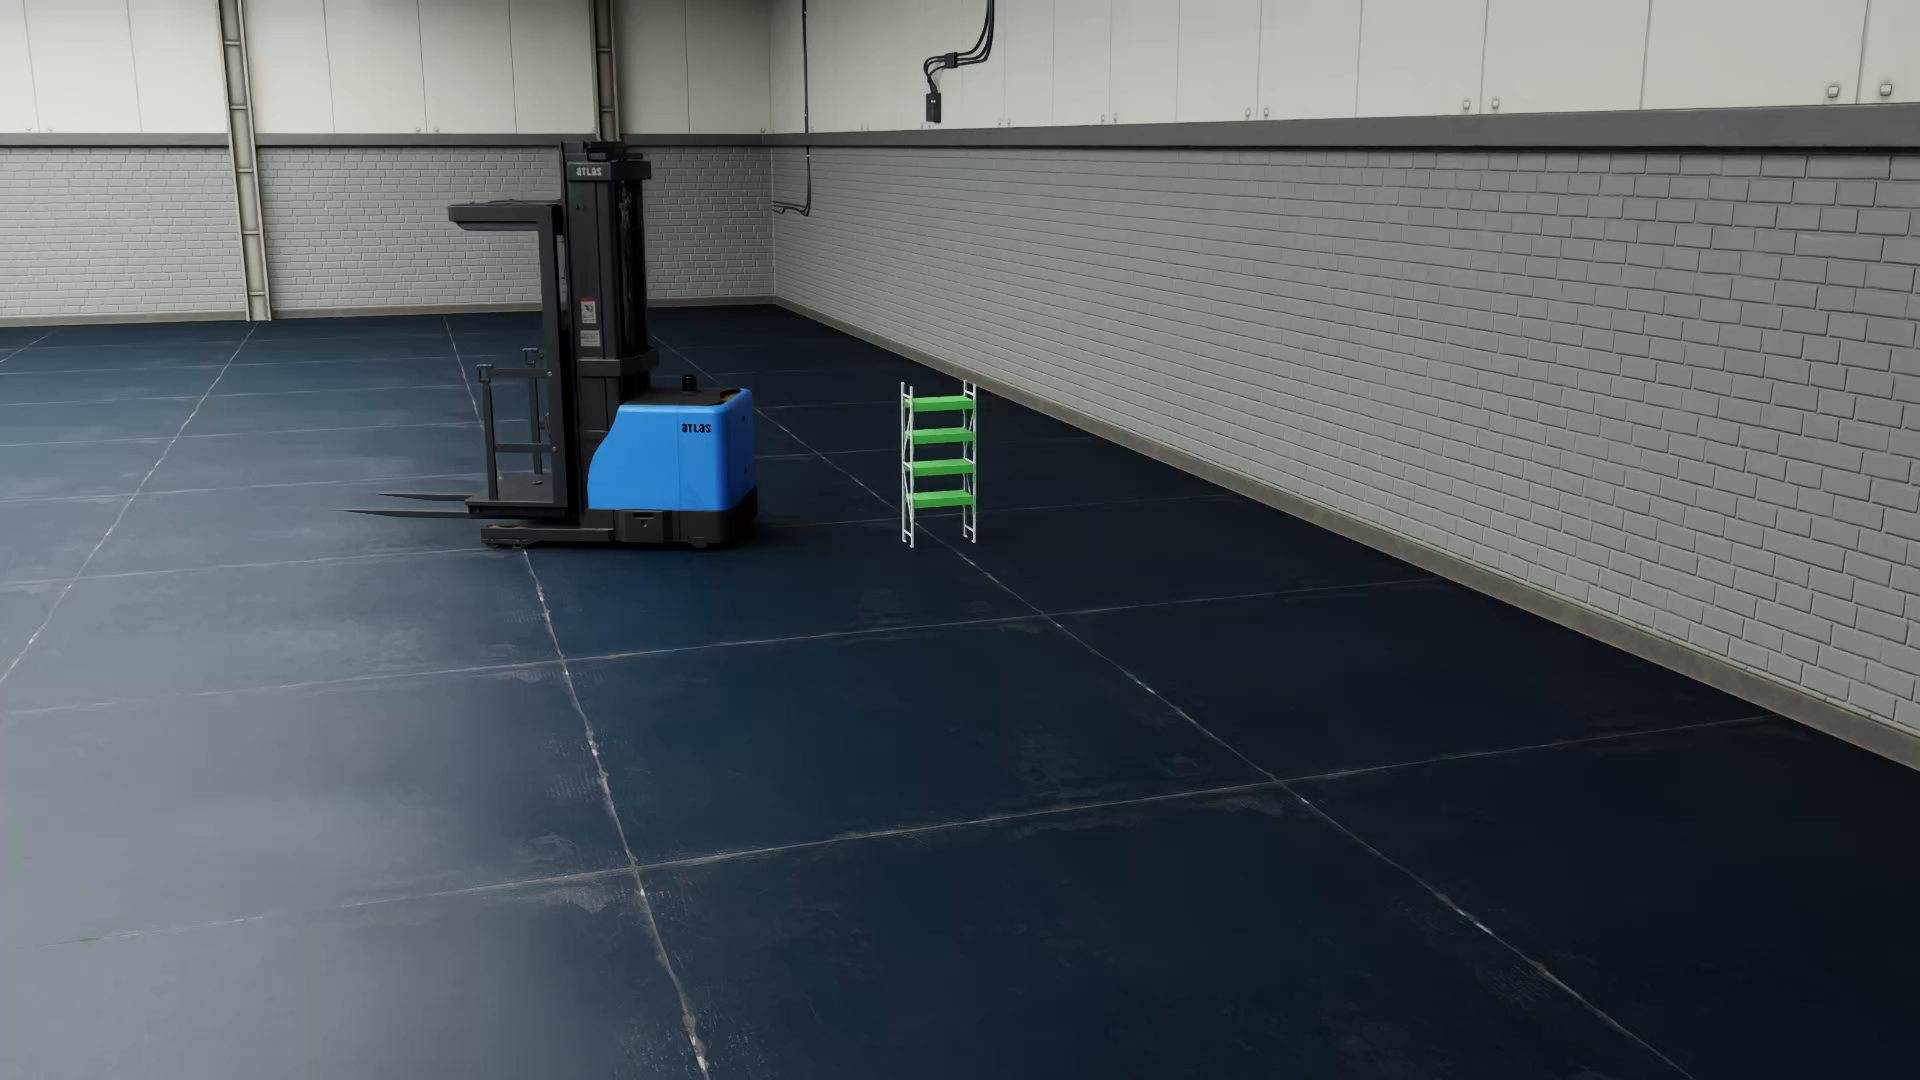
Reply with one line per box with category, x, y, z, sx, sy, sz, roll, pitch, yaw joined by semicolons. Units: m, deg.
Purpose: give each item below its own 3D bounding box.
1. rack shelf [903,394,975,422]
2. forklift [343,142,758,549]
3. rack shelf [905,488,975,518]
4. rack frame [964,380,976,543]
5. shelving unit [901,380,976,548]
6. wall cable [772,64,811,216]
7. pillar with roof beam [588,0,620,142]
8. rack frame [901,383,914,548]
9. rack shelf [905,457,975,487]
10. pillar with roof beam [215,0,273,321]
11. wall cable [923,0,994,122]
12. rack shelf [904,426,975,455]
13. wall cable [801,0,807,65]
rack shelf;-0.157;-0.976;12.303;0.480;0.148;0.258;-4;14;-18
forklift;-3.138;-1.483;12.489;3.031;2.935;1.130;1;13;5
rack shelf;-0.157;-0.276;12.470;0.480;0.148;0.258;-4;14;-18
rack frame;0.074;-0.590;12.475;0.015;1.200;0.240;-4;14;-18
shelving unit;-0.157;-0.572;12.399;0.503;1.200;0.258;-4;14;-18
wall cable;-3.050;-6.993;29.251;0.112;2.526;3.097;-4;14;-18
pillar with roof beam;-4.891;-7.632;25.227;0.400;9.000;9.100;-4;14;-18
rack frame;-0.388;-0.553;12.323;0.015;1.200;0.240;-4;14;-18
rack shelf;-0.157;-0.509;12.414;0.480;0.148;0.258;-4;14;-18
pillar with roof beam;-10.578;-7.189;23.366;0.400;9.000;9.100;-4;14;-18
wall cable;-0.037;-8.074;19.740;0.169;6.003;2.305;-4;14;-18
rack shelf;-0.157;-0.743;12.358;0.480;0.148;0.258;-4;14;-18
wall cable;-2.187;-8.856;26.172;0.112;2.526;3.097;-4;14;-18
